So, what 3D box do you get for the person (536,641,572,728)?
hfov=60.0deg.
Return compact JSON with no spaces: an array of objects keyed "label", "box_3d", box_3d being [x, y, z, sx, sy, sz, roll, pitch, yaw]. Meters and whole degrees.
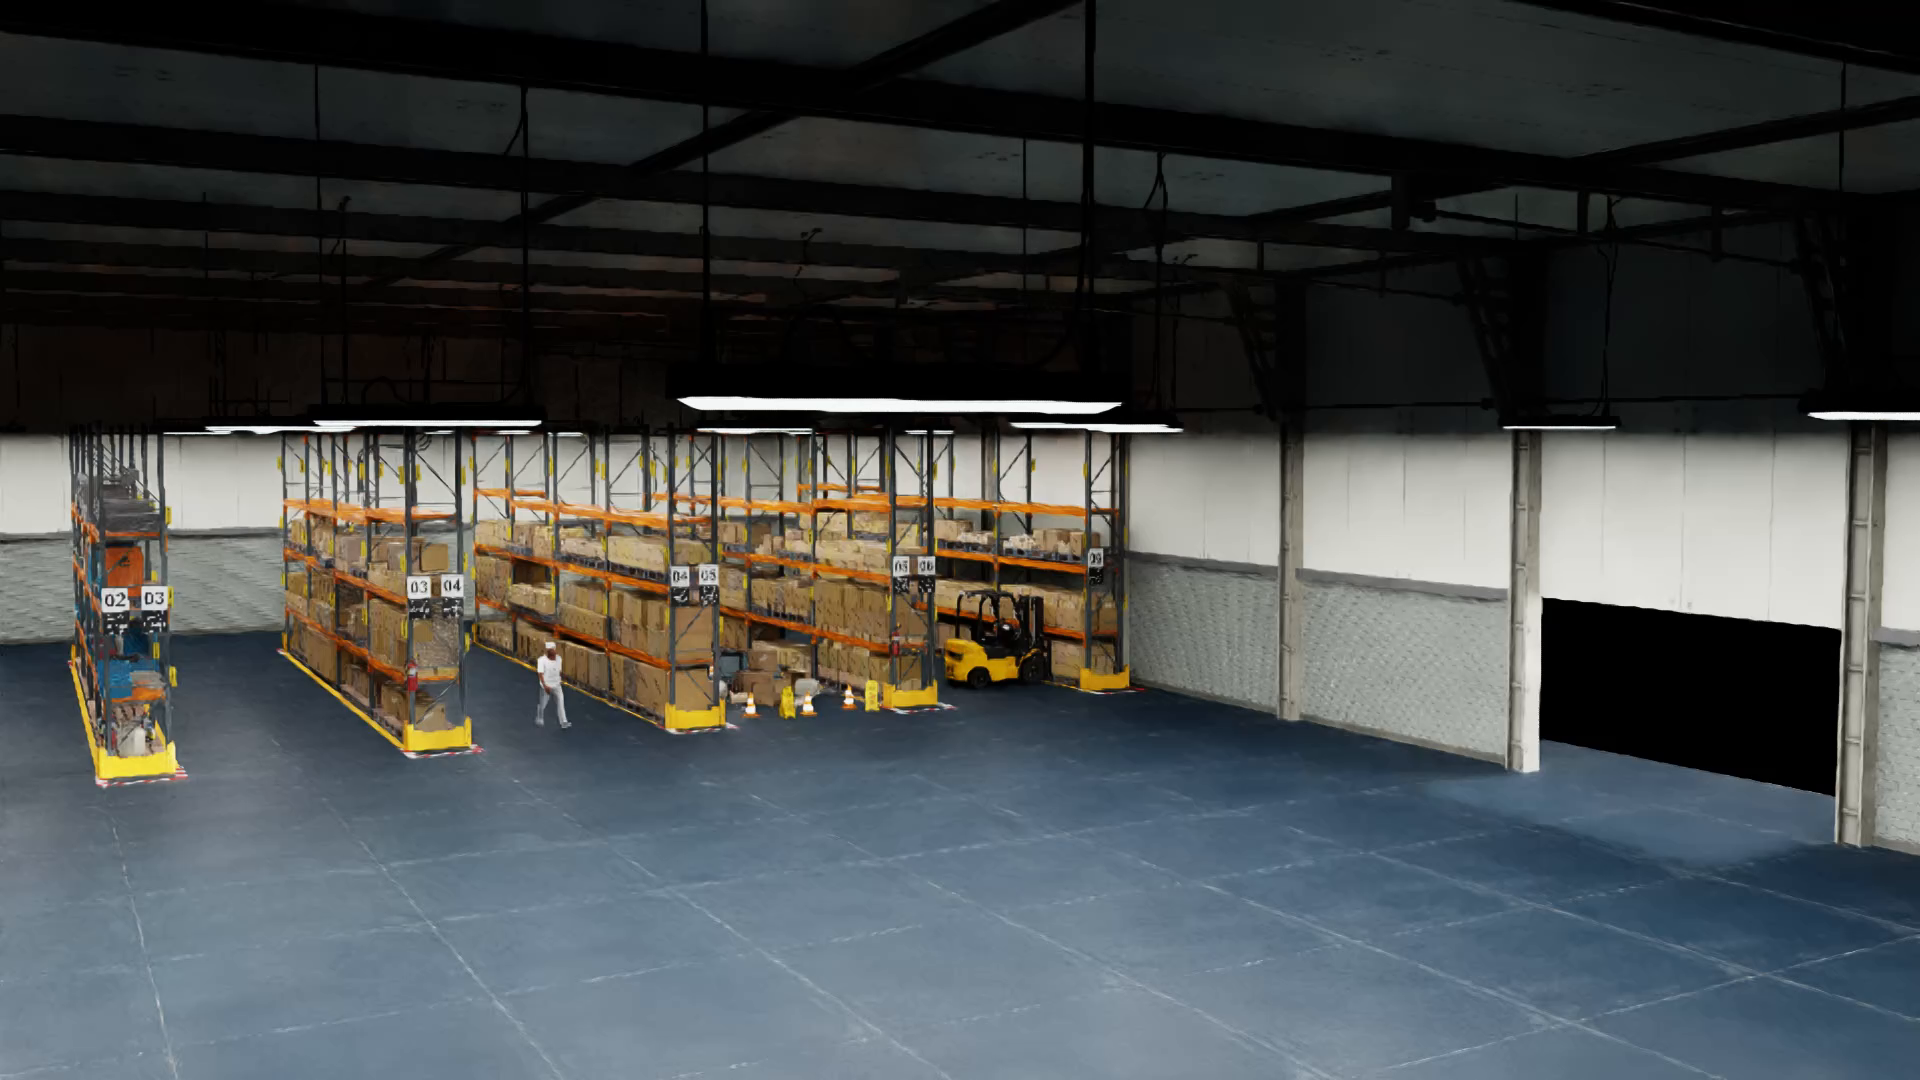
[{"label":"person","box_3d":[-8.047,2.840,32.690,0.568,1.708,1.035,-3,4,-38]}]
